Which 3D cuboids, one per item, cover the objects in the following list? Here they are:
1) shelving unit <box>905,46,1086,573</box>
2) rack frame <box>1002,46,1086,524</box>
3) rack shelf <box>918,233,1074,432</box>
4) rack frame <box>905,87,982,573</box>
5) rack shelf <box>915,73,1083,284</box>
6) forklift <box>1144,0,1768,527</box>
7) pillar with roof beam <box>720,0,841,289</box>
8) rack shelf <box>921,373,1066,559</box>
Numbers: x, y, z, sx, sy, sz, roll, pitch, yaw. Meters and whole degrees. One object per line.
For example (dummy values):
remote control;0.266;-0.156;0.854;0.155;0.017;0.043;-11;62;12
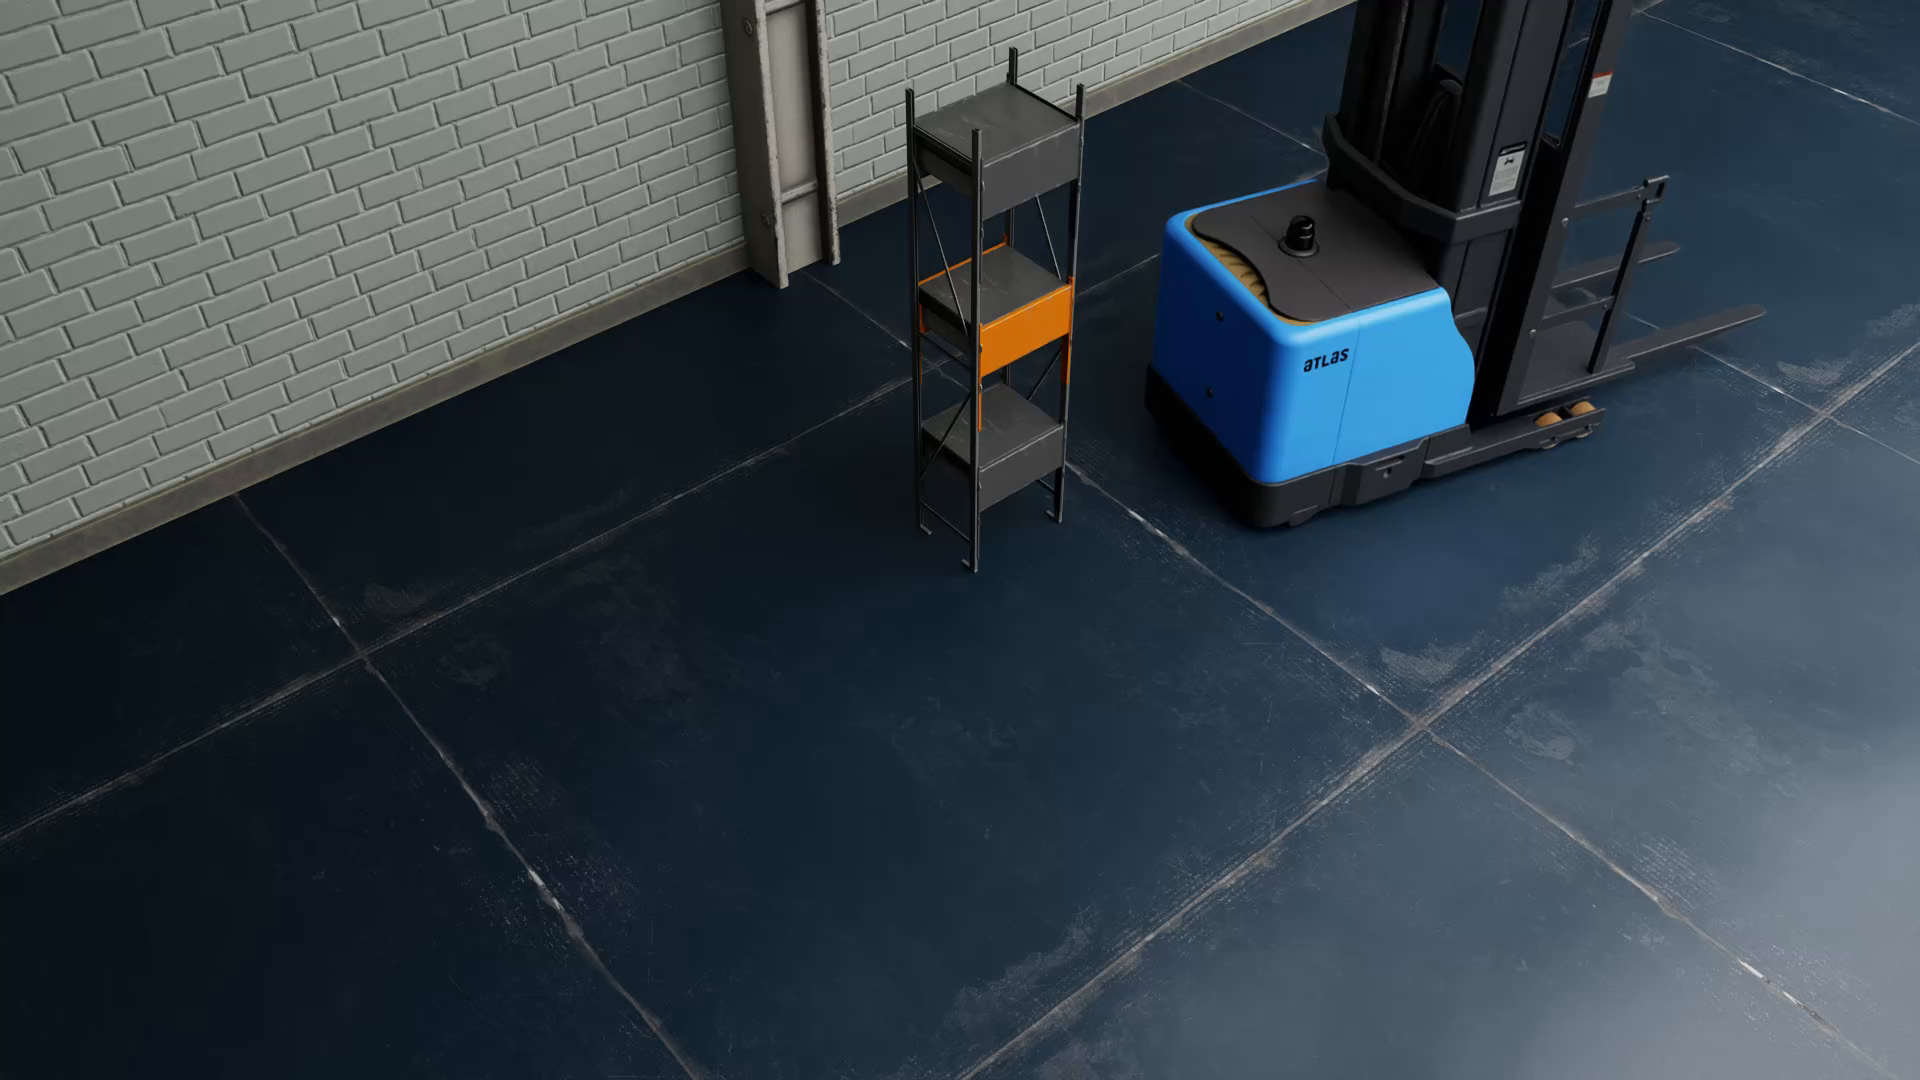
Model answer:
shelving unit;0.127;-0.838;6.609;0.503;2.100;0.431;-30;51;-28
rack frame;0.314;-0.945;6.723;0.015;2.100;0.400;-30;51;-28
rack shelf;0.127;-0.828;6.618;0.480;0.518;0.431;-30;51;-28
rack frame;-0.060;-0.731;6.494;0.015;2.100;0.400;-30;51;-28
rack shelf;0.127;-1.338;6.139;0.480;0.518;0.431;-30;51;-28
forklift;2.429;-1.803;7.029;3.031;2.935;1.130;-17;46;-18
pillar with roof beam;1.881;-2.490;3.328;0.400;9.000;9.100;-30;51;-28
rack shelf;0.127;-0.318;7.097;0.480;0.518;0.431;-30;51;-28
